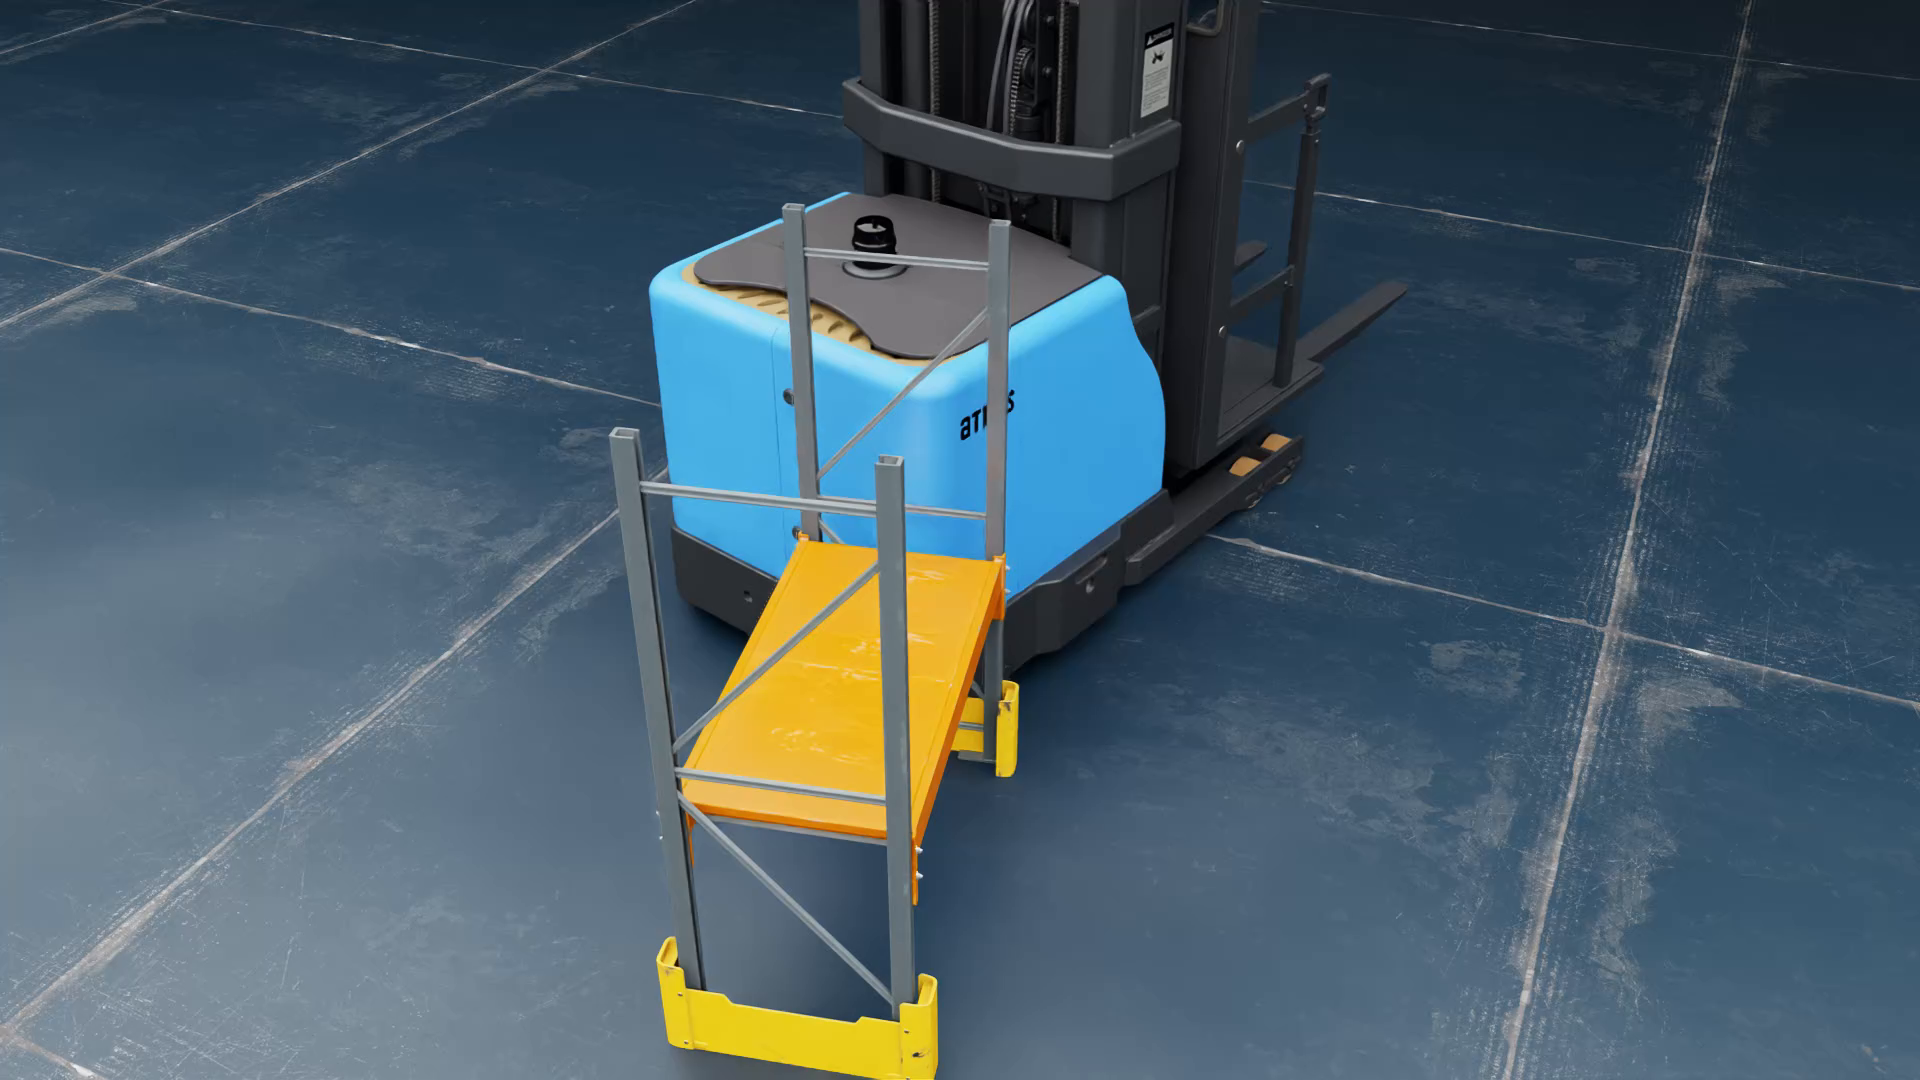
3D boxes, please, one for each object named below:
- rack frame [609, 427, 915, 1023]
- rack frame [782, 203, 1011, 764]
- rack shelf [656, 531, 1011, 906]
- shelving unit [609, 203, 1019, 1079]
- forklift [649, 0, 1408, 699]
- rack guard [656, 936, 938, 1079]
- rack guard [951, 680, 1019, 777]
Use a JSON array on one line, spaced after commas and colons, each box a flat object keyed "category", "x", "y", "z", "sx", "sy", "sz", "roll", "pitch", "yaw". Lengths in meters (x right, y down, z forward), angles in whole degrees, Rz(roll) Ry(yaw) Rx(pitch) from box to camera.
[{"category": "rack frame", "x": -0.340, "y": 0.472, "z": 3.162, "sx": 0.500, "sy": 1.500, "sz": 0.032, "roll": 6, "pitch": 34, "yaw": 9}, {"category": "rack frame", "x": -0.139, "y": -0.074, "z": 3.996, "sx": 0.500, "sy": 1.500, "sz": 0.032, "roll": 6, "pitch": 34, "yaw": 9}, {"category": "rack shelf", "x": -0.239, "y": 0.349, "z": 3.677, "sx": 0.538, "sy": 0.185, "sz": 1.000, "roll": 6, "pitch": 34, "yaw": 9}, {"category": "shelving unit", "x": -0.241, "y": 0.204, "z": 3.571, "sx": 0.587, "sy": 1.500, "sz": 1.083, "roll": 6, "pitch": 34, "yaw": 9}, {"category": "forklift", "x": 0.487, "y": -1.484, "z": 4.840, "sx": 1.130, "sy": 2.935, "sz": 3.031, "roll": 24, "pitch": 40, "yaw": 32}, {"category": "rack guard", "x": -0.340, "y": 0.994, "z": 3.506, "sx": 0.587, "sy": 0.250, "sz": 0.087, "roll": 6, "pitch": 34, "yaw": 9}, {"category": "rack guard", "x": -0.143, "y": 0.459, "z": 4.322, "sx": 0.587, "sy": 0.250, "sz": 0.087, "roll": 6, "pitch": 34, "yaw": 9}]
